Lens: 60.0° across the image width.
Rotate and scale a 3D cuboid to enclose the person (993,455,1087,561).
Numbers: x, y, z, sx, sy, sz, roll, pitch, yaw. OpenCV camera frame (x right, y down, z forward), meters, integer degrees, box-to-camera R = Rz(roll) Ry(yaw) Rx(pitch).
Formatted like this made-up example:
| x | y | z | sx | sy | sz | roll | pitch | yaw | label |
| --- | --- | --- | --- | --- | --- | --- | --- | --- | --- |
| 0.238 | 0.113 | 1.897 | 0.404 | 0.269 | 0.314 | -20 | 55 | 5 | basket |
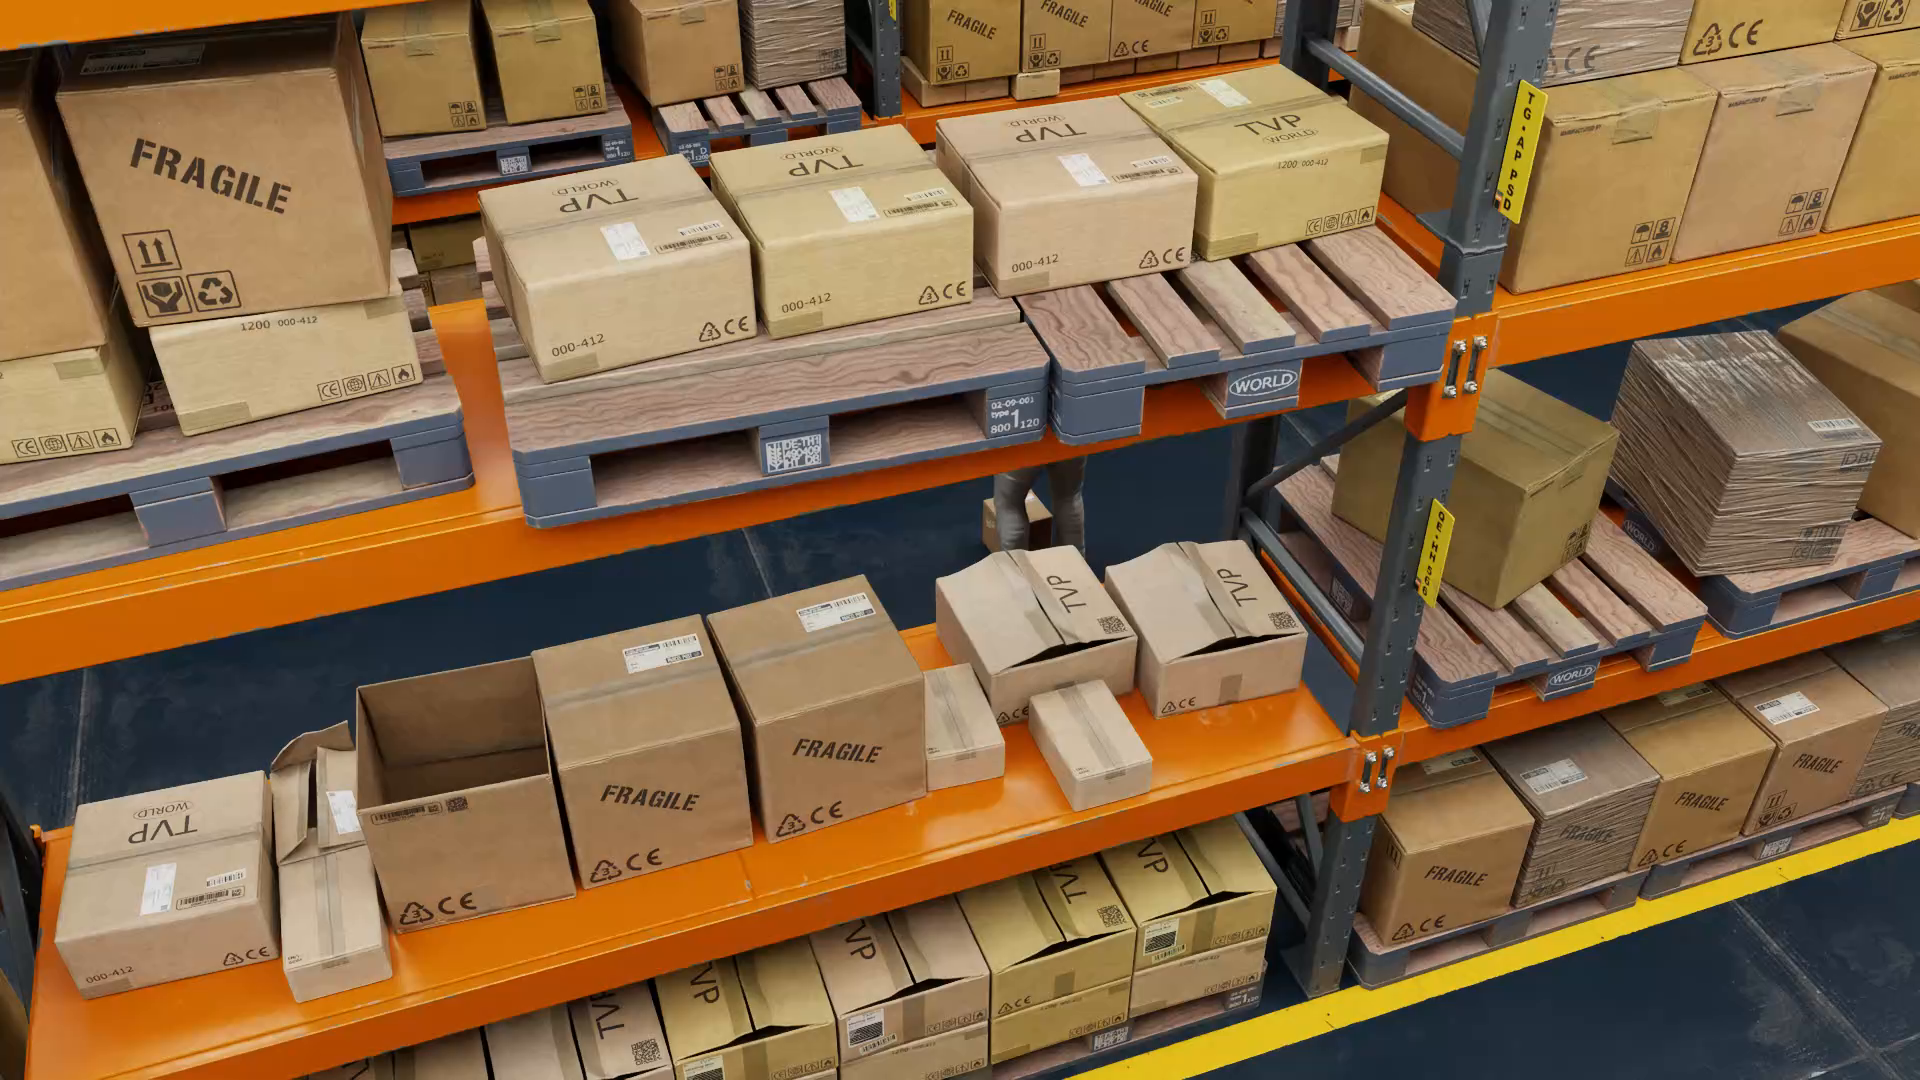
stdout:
| x | y | z | sx | sy | sz | roll | pitch | yaw | label |
| --- | --- | --- | --- | --- | --- | --- | --- | --- | --- |
| 0.352 | -0.487 | 7.403 | 0.547 | 1.666 | 0.473 | -13 | 40 | -16 | person |
